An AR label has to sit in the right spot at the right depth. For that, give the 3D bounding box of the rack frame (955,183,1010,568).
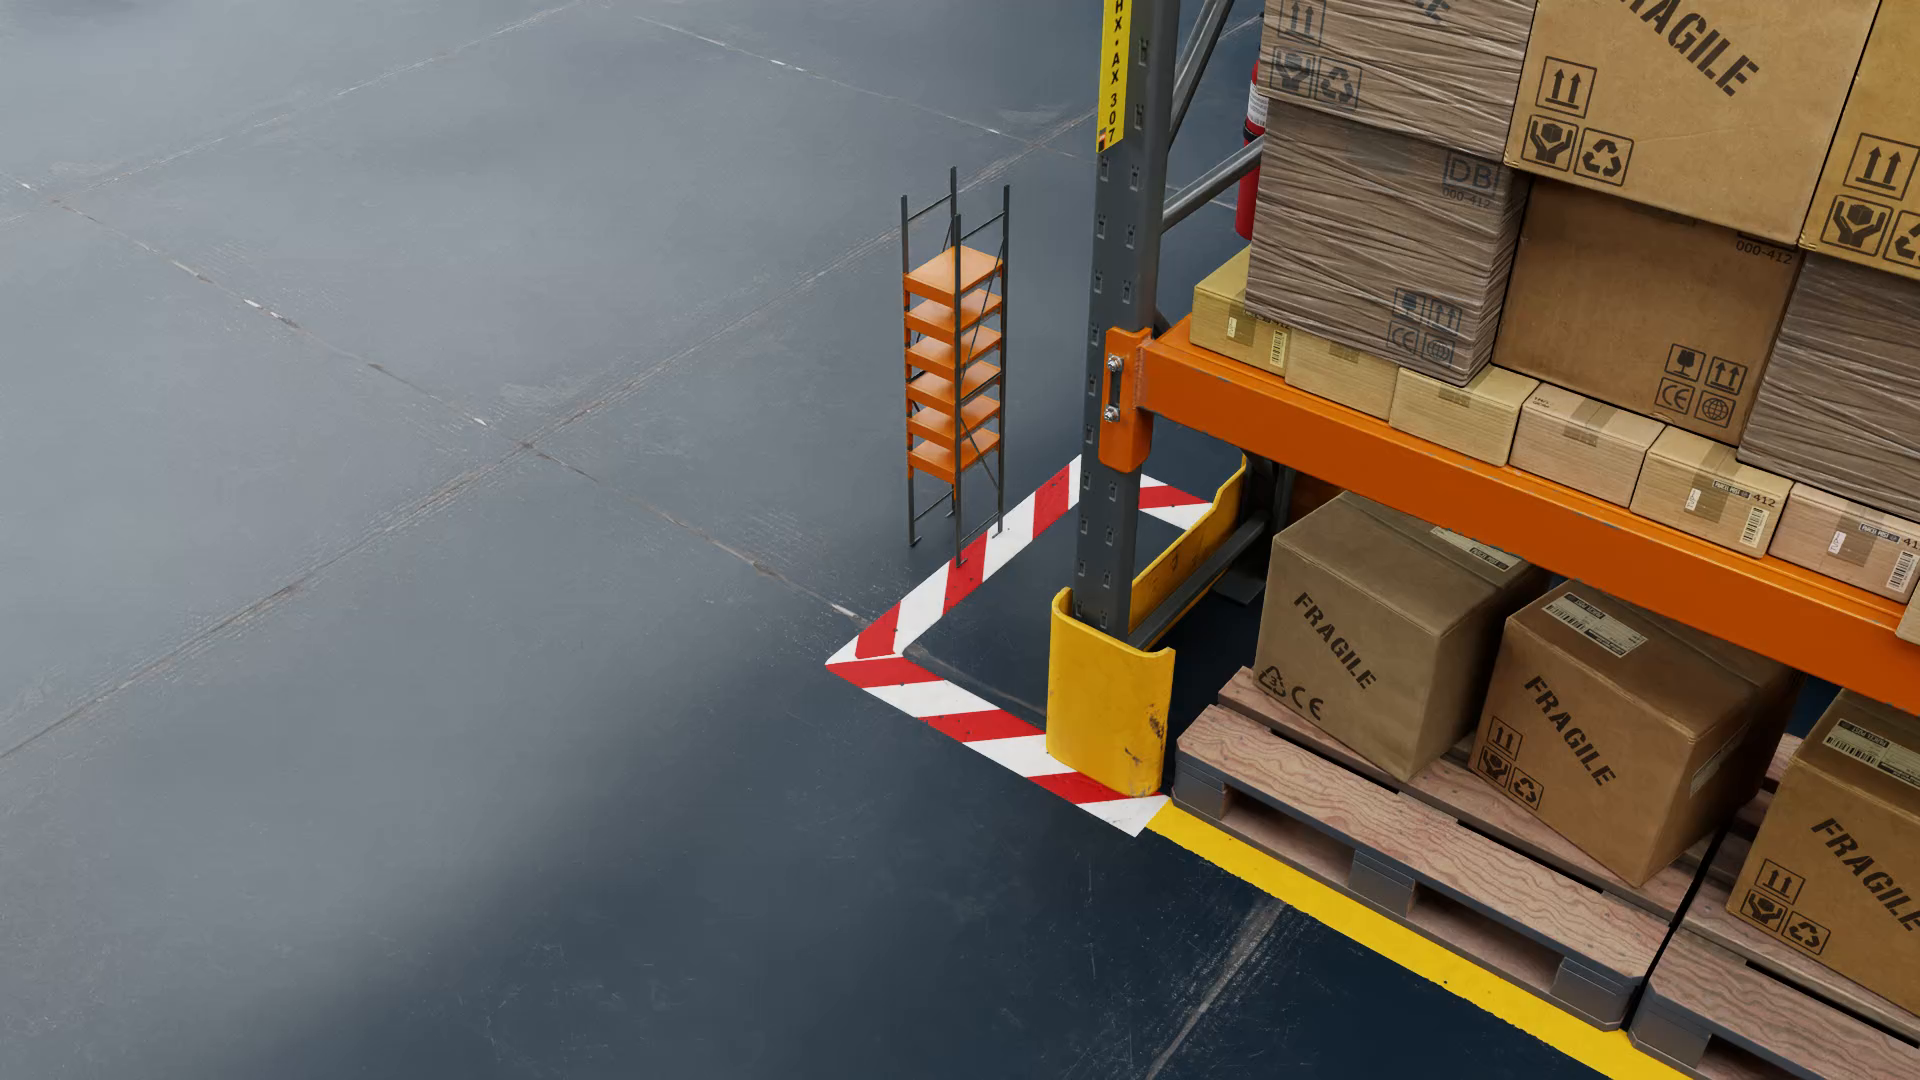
[{"bbox_3d":[0.061,-0.444,4.843,0.006,1.200,0.240,25,45,29],"label":"rack frame"}]

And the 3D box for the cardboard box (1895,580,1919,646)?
[{"bbox_3d":[1.853,0.068,2.934,0.250,0.149,0.380,25,45,29],"label":"cardboard box"}]

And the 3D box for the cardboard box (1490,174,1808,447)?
[{"bbox_3d":[1.529,-0.672,3.353,0.500,0.500,0.875,25,45,29],"label":"cardboard box"}]

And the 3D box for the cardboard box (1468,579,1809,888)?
[{"bbox_3d":[1.620,0.404,3.987,0.500,0.500,0.500,-25,45,-29],"label":"cardboard box"}]

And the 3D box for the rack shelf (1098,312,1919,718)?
[{"bbox_3d":[2.227,0.169,3.185,4.000,0.370,1.077,25,45,29],"label":"rack shelf"}]

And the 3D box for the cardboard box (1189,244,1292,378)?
[{"bbox_3d":[0.720,-0.541,3.712,0.250,0.149,0.380,25,45,29],"label":"cardboard box"}]

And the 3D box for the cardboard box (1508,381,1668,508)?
[{"bbox_3d":[1.308,-0.254,3.345,0.250,0.149,0.380,25,45,29],"label":"cardboard box"}]

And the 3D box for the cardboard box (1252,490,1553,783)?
[{"bbox_3d":[1.124,0.197,4.252,0.500,0.500,0.500,-29,46,-32],"label":"cardboard box"}]

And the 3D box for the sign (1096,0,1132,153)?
[{"bbox_3d":[0.309,-0.939,3.314,0.005,0.325,0.100,25,45,29],"label":"sign"}]

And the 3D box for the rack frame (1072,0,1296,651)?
[{"bbox_3d":[0.639,-0.864,3.920,0.127,3.000,1.000,25,45,29],"label":"rack frame"}]

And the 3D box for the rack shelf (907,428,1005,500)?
[{"bbox_3d":[-0.012,-0.254,5.062,0.180,0.103,0.258,25,45,29],"label":"rack shelf"}]

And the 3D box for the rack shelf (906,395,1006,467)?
[{"bbox_3d":[-0.012,-0.349,4.988,0.180,0.103,0.258,25,45,29],"label":"rack shelf"}]

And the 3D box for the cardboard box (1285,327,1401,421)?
[{"bbox_3d":[0.907,-0.438,3.580,0.250,0.149,0.380,25,45,29],"label":"cardboard box"}]

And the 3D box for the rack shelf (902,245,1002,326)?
[{"bbox_3d":[-0.012,-0.727,4.693,0.180,0.103,0.258,25,45,29],"label":"rack shelf"}]

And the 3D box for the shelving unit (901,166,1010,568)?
[{"bbox_3d":[-0.012,-0.478,4.887,0.189,1.200,0.258,25,45,29],"label":"shelving unit"}]

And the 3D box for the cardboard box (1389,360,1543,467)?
[{"bbox_3d":[1.097,-0.337,3.451,0.250,0.149,0.380,25,45,29],"label":"cardboard box"}]

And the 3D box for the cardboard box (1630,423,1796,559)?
[{"bbox_3d":[1.502,-0.157,3.221,0.250,0.149,0.380,25,45,29],"label":"cardboard box"}]

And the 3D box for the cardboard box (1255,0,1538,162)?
[{"bbox_3d":[0.910,-1.074,3.056,0.500,0.500,0.500,25,45,29],"label":"cardboard box"}]

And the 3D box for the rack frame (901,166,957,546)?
[{"bbox_3d":[-0.084,-0.512,4.931,0.006,1.200,0.240,25,45,29],"label":"rack frame"}]

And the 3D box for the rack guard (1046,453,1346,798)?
[{"bbox_3d":[0.699,0.149,4.654,0.348,0.500,1.175,25,45,29],"label":"rack guard"}]

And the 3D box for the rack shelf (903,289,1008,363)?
[{"bbox_3d":[-0.012,-0.632,4.767,0.180,0.103,0.258,25,45,29],"label":"rack shelf"}]

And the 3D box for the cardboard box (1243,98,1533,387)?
[{"bbox_3d":[1.059,-0.801,3.517,0.500,0.500,0.875,25,45,29],"label":"cardboard box"}]

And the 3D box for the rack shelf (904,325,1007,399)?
[{"bbox_3d":[-0.012,-0.538,4.841,0.180,0.103,0.258,25,45,29],"label":"rack shelf"}]

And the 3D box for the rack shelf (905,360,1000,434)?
[{"bbox_3d":[-0.012,-0.443,4.915,0.180,0.103,0.258,25,45,29],"label":"rack shelf"}]

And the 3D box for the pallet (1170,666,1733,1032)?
[{"bbox_3d":[1.323,0.584,4.332,1.213,0.211,1.003,25,45,29],"label":"pallet"}]

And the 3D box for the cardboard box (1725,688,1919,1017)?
[{"bbox_3d":[2.106,0.648,3.676,0.500,0.500,0.500,30,47,32],"label":"cardboard box"}]

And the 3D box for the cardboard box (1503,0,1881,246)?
[{"bbox_3d":[1.303,-0.884,2.812,0.500,0.500,0.500,25,45,29],"label":"cardboard box"}]

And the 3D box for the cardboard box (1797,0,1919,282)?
[{"bbox_3d":[1.701,-0.697,2.574,0.500,0.500,0.500,25,45,29],"label":"cardboard box"}]

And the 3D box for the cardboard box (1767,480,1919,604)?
[{"bbox_3d":[1.717,-0.076,3.118,0.250,0.149,0.380,25,45,29],"label":"cardboard box"}]

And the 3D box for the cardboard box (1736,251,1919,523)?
[{"bbox_3d":[1.900,-0.464,3.087,0.500,0.500,0.875,25,45,29],"label":"cardboard box"}]

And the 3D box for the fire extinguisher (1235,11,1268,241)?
[{"bbox_3d":[0.828,-1.102,4.287,0.183,0.674,0.296,25,45,29],"label":"fire extinguisher"}]

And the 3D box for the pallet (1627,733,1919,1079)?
[{"bbox_3d":[2.288,1.041,3.749,1.213,0.211,1.003,25,45,29],"label":"pallet"}]
